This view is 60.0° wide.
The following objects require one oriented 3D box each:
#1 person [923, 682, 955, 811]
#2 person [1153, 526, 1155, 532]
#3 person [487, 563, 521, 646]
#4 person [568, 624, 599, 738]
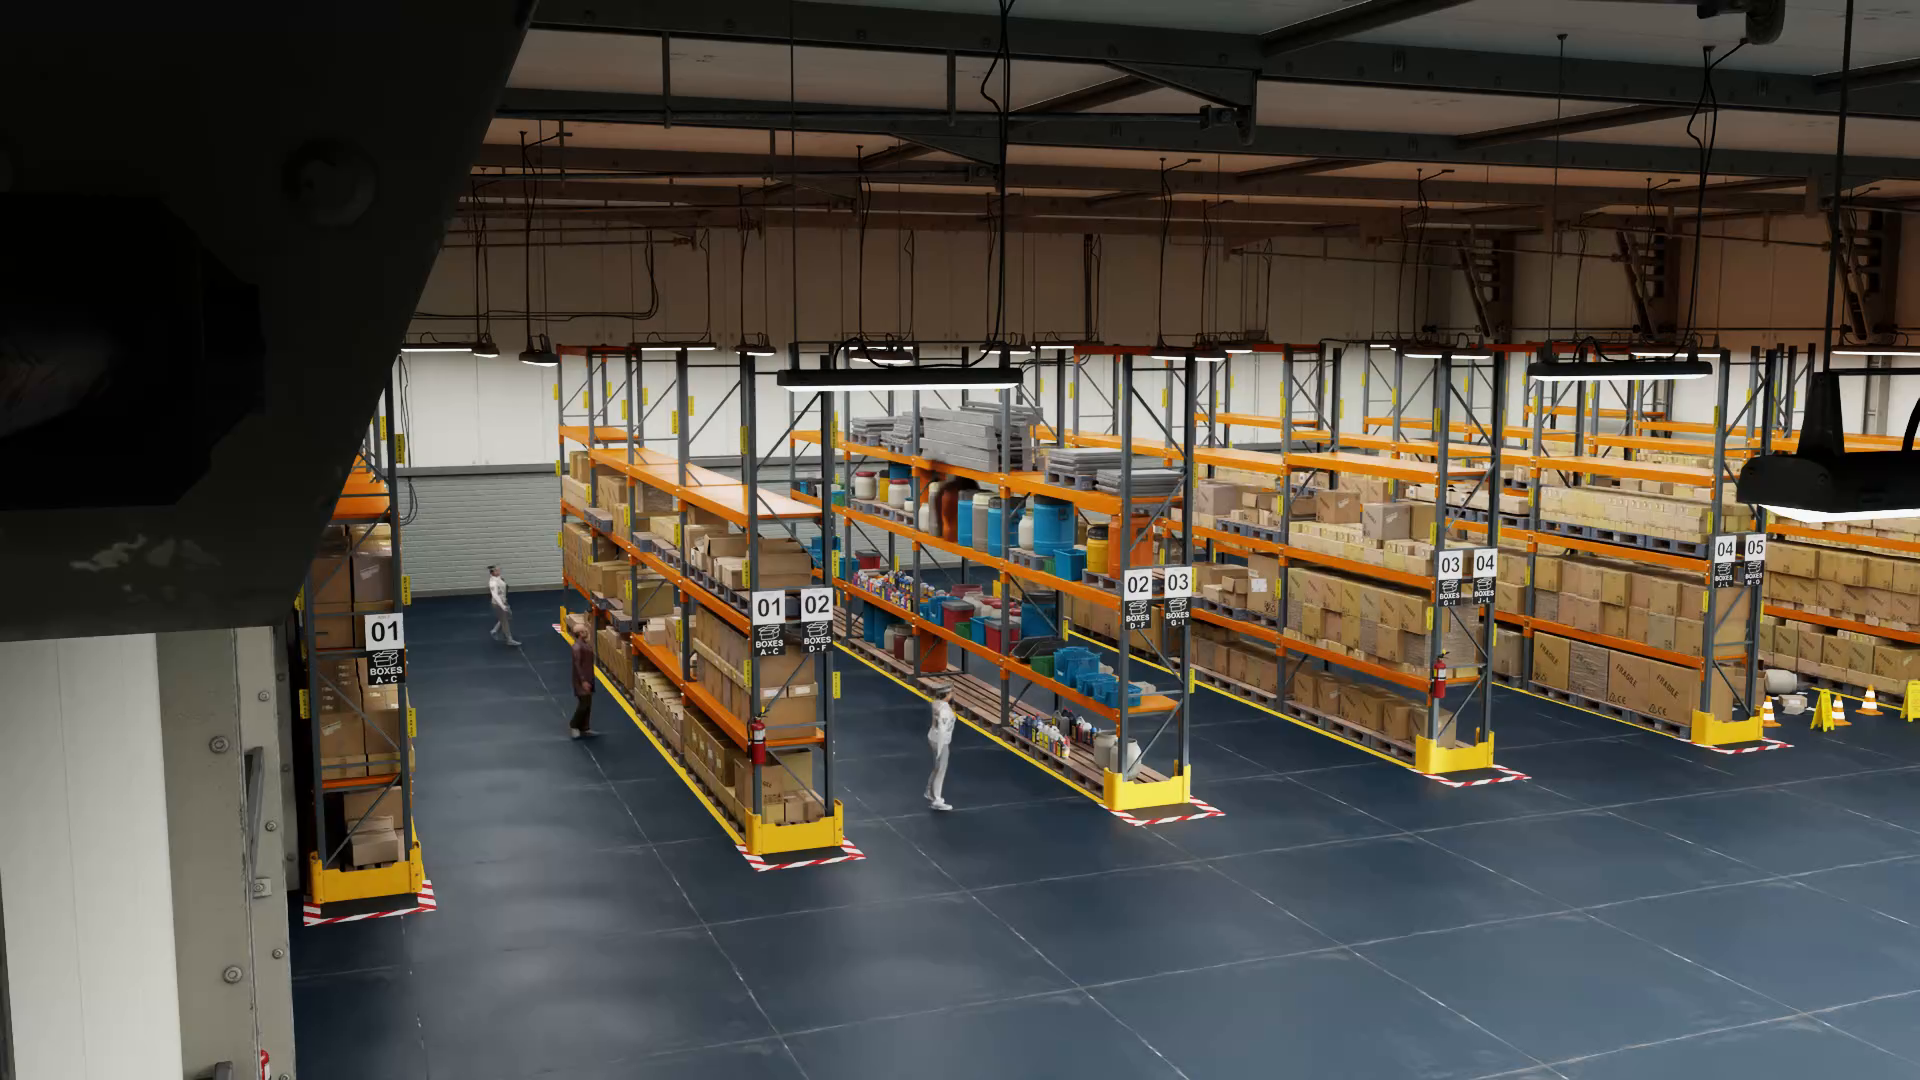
[{"bbox_3d":[-0.263,2.705,21.993,0.373,1.670,0.526,-2,8,-16],"label":"person"},{"bbox_3d":[4.632,0.185,41.683,0.985,1.726,0.677,-4,8,-27],"label":"person"},{"bbox_3d":[-9.112,1.286,33.220,0.619,1.678,0.532,-1,7,-7],"label":"person"},{"bbox_3d":[-5.847,2.180,25.761,0.487,1.782,0.586,1,7,11],"label":"person"}]
